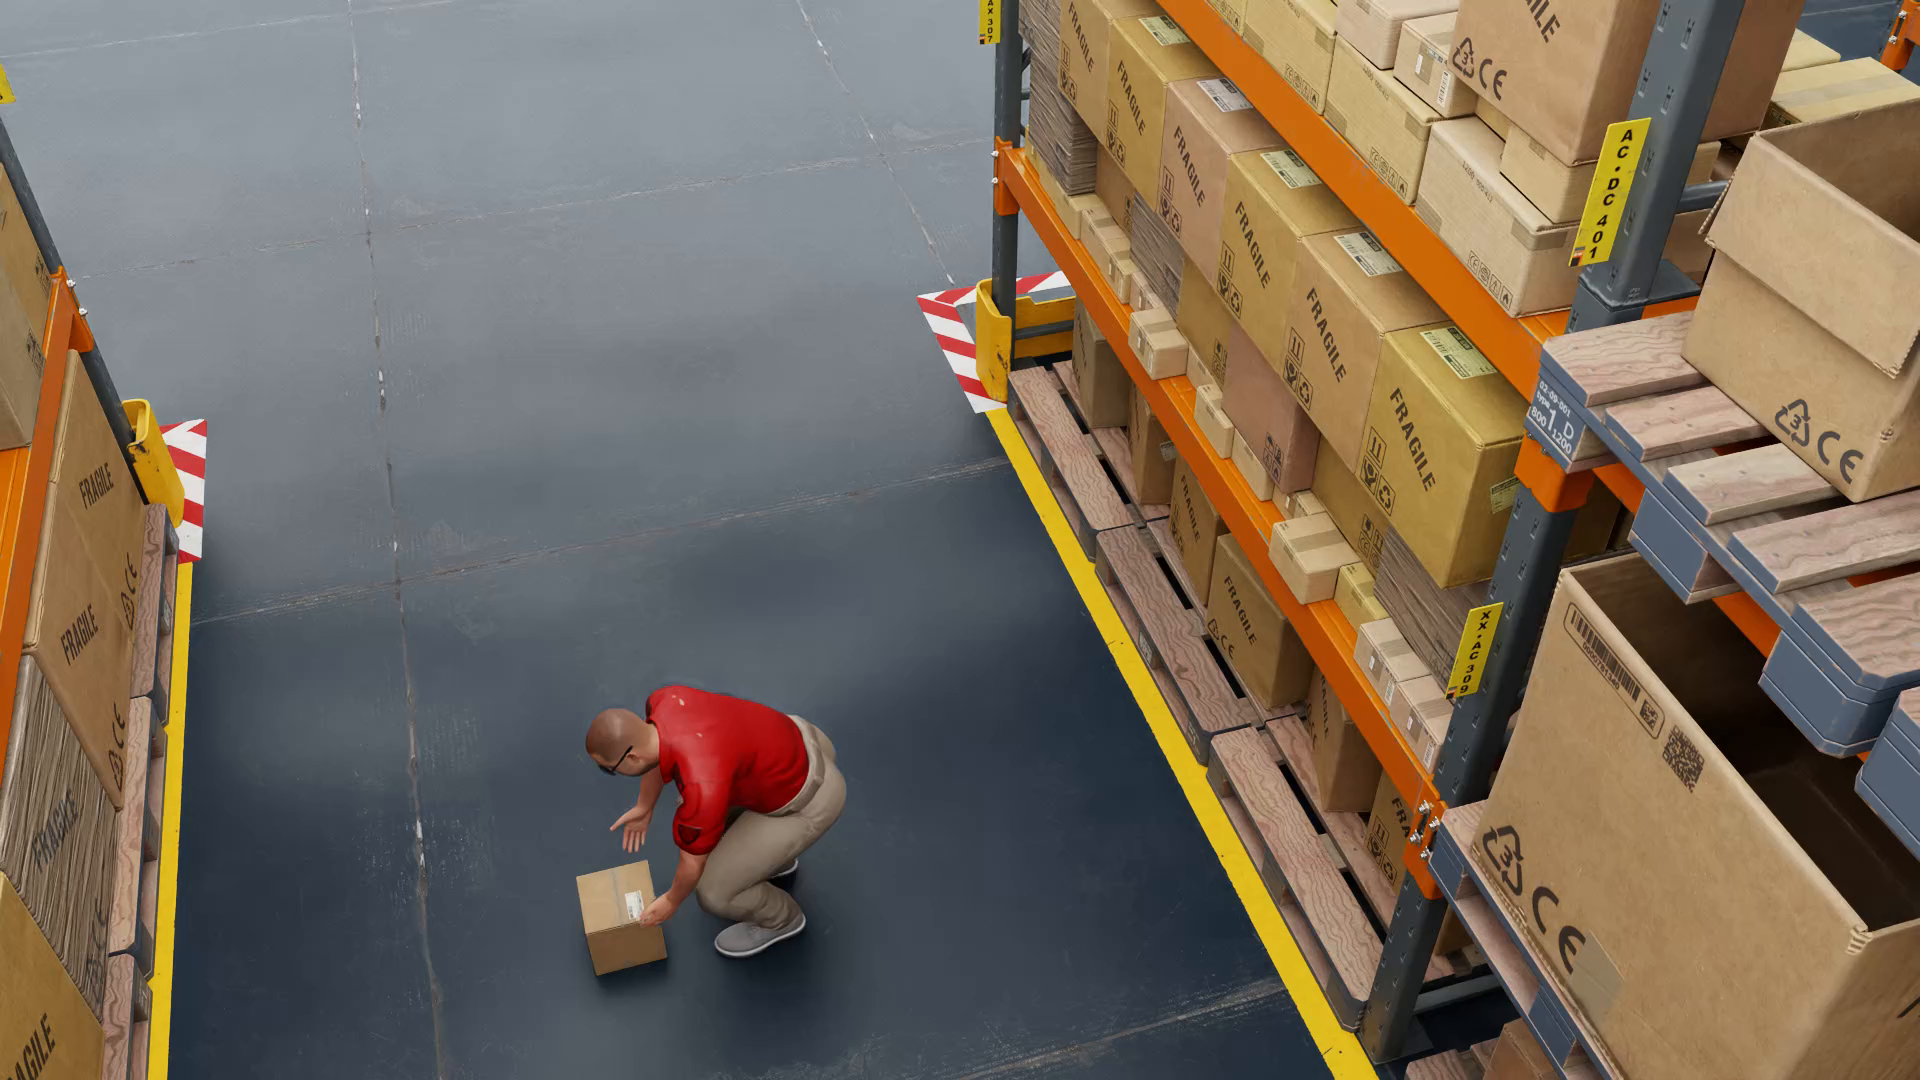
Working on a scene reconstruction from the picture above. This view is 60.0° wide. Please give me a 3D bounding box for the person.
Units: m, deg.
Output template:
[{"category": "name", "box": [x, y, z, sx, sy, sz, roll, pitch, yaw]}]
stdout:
[{"category": "person", "box": [-0.776, 0.887, 5.535, 0.805, 1.131, 0.580, -12, 43, -13]}]
